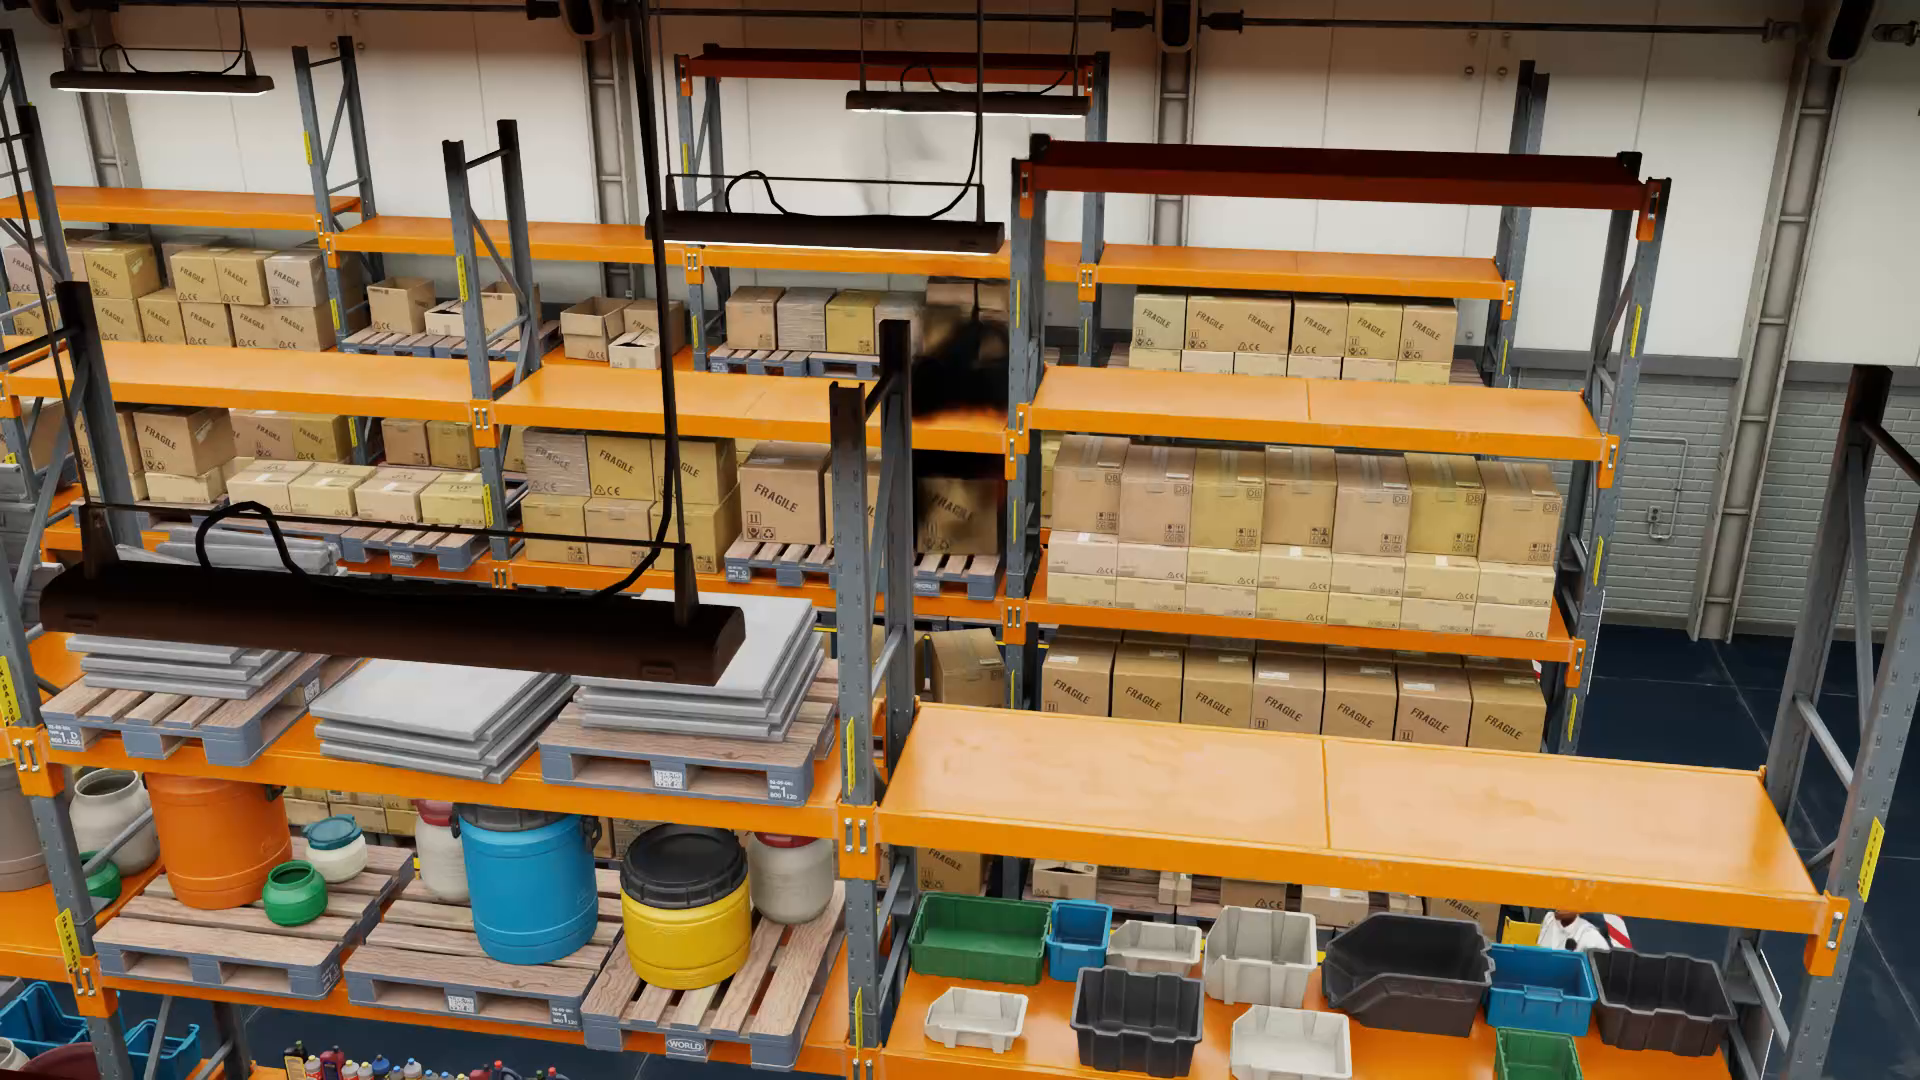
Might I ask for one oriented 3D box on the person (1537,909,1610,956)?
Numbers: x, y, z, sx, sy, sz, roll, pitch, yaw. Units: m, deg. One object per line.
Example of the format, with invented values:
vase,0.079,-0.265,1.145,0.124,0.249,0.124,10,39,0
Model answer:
person,4.114,3.012,11.207,0.621,1.656,0.611,-13,26,-28
